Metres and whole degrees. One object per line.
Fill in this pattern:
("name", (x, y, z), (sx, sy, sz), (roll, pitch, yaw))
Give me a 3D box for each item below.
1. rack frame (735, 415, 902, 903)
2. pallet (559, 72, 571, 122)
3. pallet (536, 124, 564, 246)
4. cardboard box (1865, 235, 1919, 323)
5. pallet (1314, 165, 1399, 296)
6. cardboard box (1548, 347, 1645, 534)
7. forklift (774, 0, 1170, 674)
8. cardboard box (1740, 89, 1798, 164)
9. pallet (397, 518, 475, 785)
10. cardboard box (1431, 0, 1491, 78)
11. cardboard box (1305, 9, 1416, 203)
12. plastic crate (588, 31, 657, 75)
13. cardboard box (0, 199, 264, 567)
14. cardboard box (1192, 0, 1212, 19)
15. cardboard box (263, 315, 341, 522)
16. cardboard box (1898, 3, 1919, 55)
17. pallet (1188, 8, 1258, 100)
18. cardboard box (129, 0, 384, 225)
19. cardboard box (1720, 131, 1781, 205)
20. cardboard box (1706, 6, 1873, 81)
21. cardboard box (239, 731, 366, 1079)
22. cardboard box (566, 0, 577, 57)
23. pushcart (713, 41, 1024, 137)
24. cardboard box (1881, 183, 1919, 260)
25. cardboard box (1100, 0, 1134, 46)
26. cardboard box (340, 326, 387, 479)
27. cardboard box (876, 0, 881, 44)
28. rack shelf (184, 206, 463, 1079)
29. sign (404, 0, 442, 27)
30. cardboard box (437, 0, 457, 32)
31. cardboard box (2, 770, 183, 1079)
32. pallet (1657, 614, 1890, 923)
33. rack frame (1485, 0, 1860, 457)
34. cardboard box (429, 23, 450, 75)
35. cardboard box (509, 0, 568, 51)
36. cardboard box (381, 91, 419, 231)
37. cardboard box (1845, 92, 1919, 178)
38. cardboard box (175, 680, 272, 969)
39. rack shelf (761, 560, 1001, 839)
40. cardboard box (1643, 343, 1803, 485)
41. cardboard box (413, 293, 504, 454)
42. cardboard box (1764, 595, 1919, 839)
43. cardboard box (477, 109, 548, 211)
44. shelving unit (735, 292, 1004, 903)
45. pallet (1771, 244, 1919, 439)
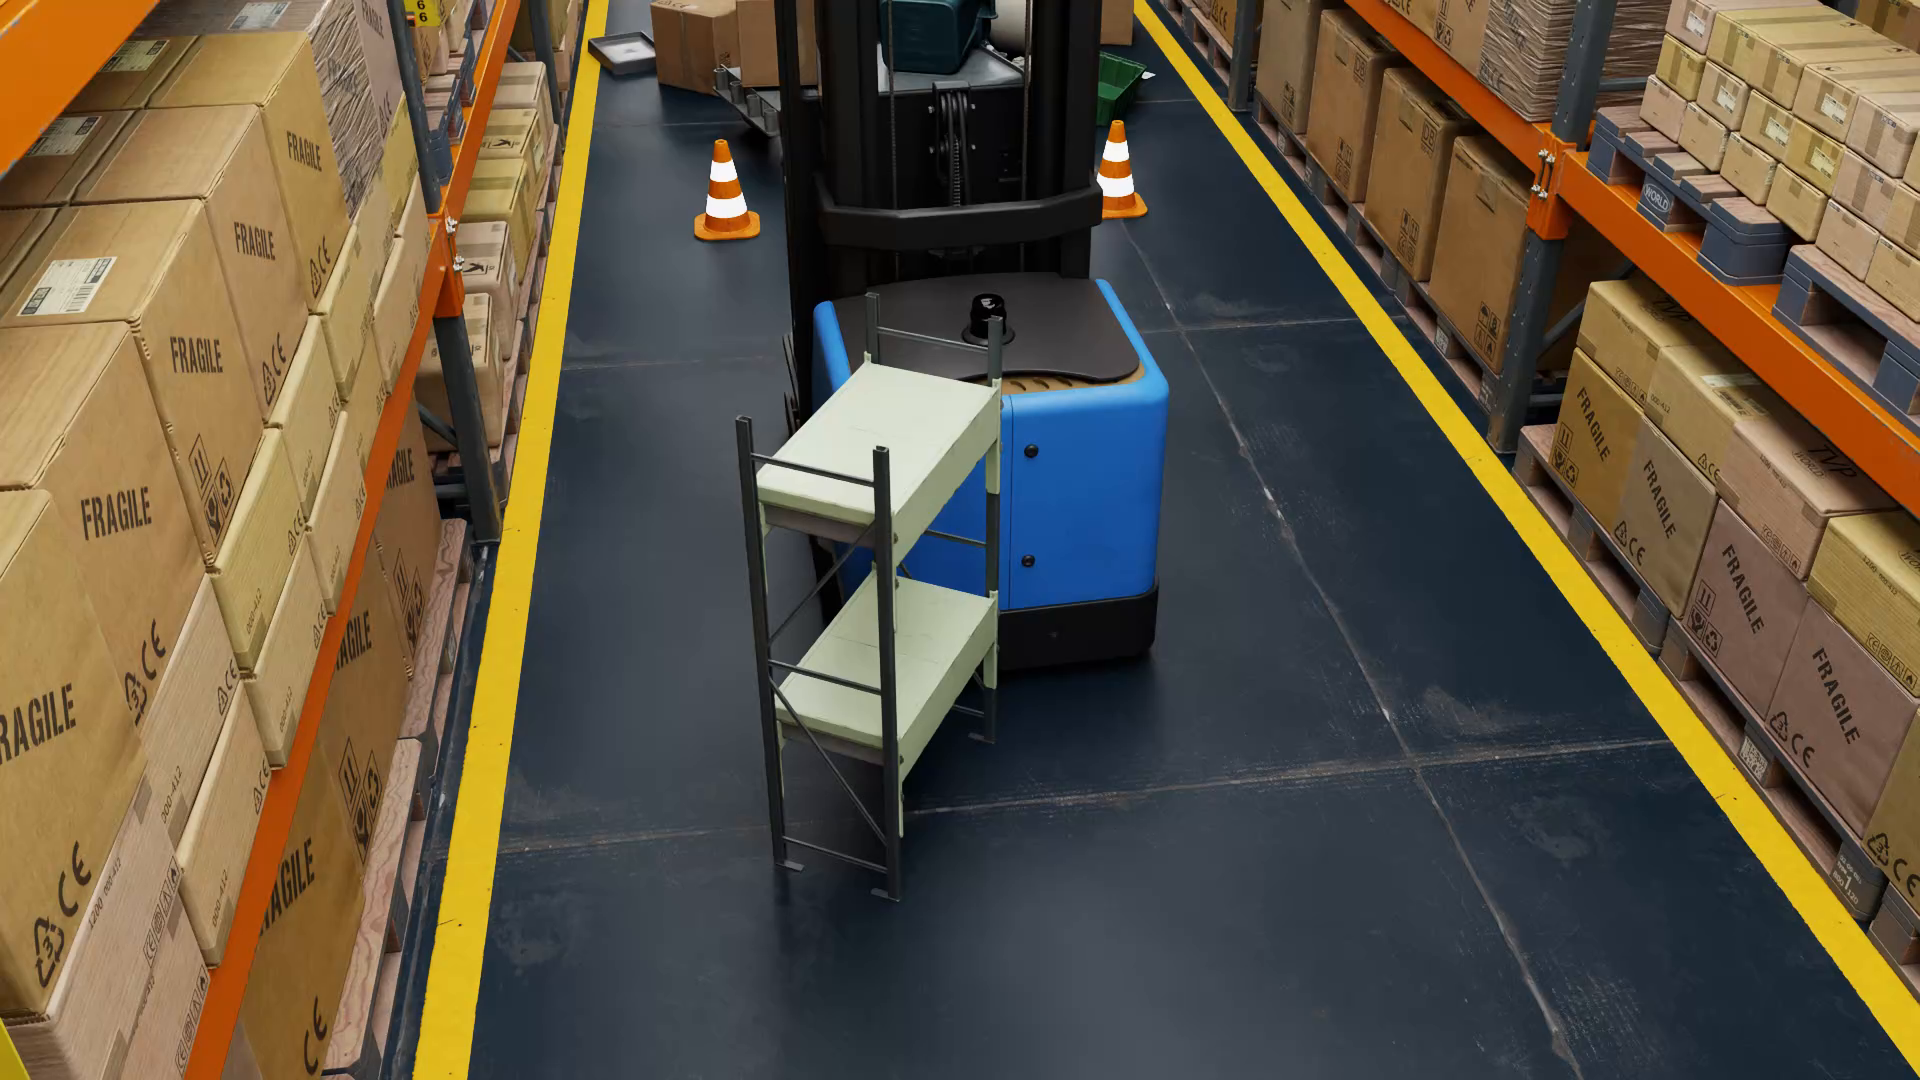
("rack frame", (-0.354, 0.366, 4.382), (0.400, 1.500, 0.023), (13, 36, 19))
("pallet", (-2.887, -2.672, 9.984), (1.003, 0.211, 1.213), (-4, 35, -6))
("pallet", (-2.656, -1.866, 8.800), (1.003, 0.211, 1.213), (-4, 35, -6))
("cardboard box", (2.708, -0.717, 4.488), (0.380, 0.149, 0.250), (-4, 34, -6))
("pallet", (2.475, -1.624, 8.446), (1.003, 0.211, 1.213), (-4, 35, -6))
("cardboard box", (2.510, -0.378, 5.988), (0.500, 0.500, 0.500), (-6, 35, -8))
("forklift", (-0.114, -1.560, 5.937), (1.130, 2.935, 3.031), (-6, 35, -9))
("cardboard box", (2.611, -1.259, 5.020), (0.380, 0.149, 0.250), (-5, 35, -8))
("pallet", (-2.193, 0.378, 5.508), (1.003, 0.211, 1.213), (-4, 35, -6))
("cardboard box", (2.275, -2.202, 6.729), (0.500, 0.500, 0.500), (-4, 35, -6))
("cardboard box", (2.428, -2.249, 8.512), (1.050, 0.750, 0.750), (-4, 35, -6))
("plastic crate", (-2.161, -3.184, 10.851), (0.402, 0.080, 0.583), (-16, 38, -23))
("cardboard box", (-1.621, -0.272, 3.009), (0.500, 0.500, 0.500), (-5, 35, -8))
("cardboard box", (1.989, -4.038, 11.026), (0.875, 0.875, 0.875), (-4, 34, -6))
("cardboard box", (-1.675, -0.254, 3.648), (0.500, 0.250, 0.500), (-5, 35, -8))
("cardboard box", (3.219, -1.588, 5.238), (0.380, 0.149, 0.250), (-5, 35, -7))
("pallet", (2.105, -3.162, 10.702), (1.003, 0.211, 1.213), (-4, 35, -6))
("cardboard box", (-1.818, -1.120, 4.254), (0.500, 0.500, 0.500), (-4, 34, -6))
("cardboard box", (2.600, -1.156, 5.133), (0.380, 0.149, 0.250), (-3, 34, -4))
("cardboard box", (2.576, -1.545, 5.175), (0.380, 0.149, 0.250), (-5, 35, -8))
("cardboard box", (-1.978, 0.873, 3.819), (0.875, 0.875, 0.875), (-3, 34, -5))
("cardboard box", (-2.657, -3.136, 10.257), (0.500, 0.250, 0.500), (-3, 34, -4))
("pushcart", (-0.510, -2.569, 9.685), (1.648, 0.377, 0.936), (-16, 38, -23))
("cardboard box", (2.708, -0.841, 4.406), (0.380, 0.149, 0.250), (-5, 35, -7))
("cardboard box", (0.904, -3.640, 11.146), (0.500, 0.500, 0.500), (1, 34, 2))
("cardboard box", (-1.763, -0.330, 4.203), (0.500, 0.250, 0.500), (-5, 35, -7))
("cardboard box", (-0.421, -3.399, 10.671), (0.797, 0.637, 0.503), (-4, 35, -6))
("rack shelf", (-1.955, 0.193, 3.942), (1.077, 0.370, 4.000), (-4, 35, -6))
("sign", (-1.675, -1.743, 5.115), (0.100, 0.325, 0.005), (-4, 35, -6))
("cardboard box", (-2.132, -2.117, 5.967), (0.500, 0.500, 0.500), (-3, 34, -4))
("cardboard box", (-1.466, 0.600, 2.395), (0.500, 0.250, 0.500), (-5, 35, -8))
("pallet", (2.932, 0.616, 5.158), (1.003, 0.211, 1.213), (-4, 35, -6))
("rack frame", (2.667, -1.652, 6.010), (1.000, 3.000, 0.127), (-4, 35, -6))
("cardboard box", (-2.079, -1.802, 6.081), (0.380, 0.149, 0.250), (-7, 35, -9))
("cardboard box", (-2.574, -3.149, 9.610), (0.500, 0.500, 0.500), (-3, 34, -4))
("cardboard box", (-1.907, -1.114, 4.910), (0.500, 0.250, 0.500), (-4, 35, -7))
("cardboard box", (2.678, -1.109, 4.535), (0.380, 0.149, 0.250), (-3, 34, -4))
("cardboard box", (-1.555, 0.520, 2.957), (0.500, 0.250, 0.500), (-5, 35, -8))
("rack shelf", (-0.214, 0.445, 4.845), (0.431, 0.370, 0.720), (13, 36, 19))
("cardboard box", (2.588, -0.416, 5.378), (0.500, 0.250, 0.500), (-5, 35, -7))
("cardboard box", (-2.290, -0.624, 6.462), (0.950, 0.372, 0.625), (-7, 35, -10))
("cardboard box", (2.723, 0.473, 4.739), (0.500, 0.500, 0.500), (-5, 35, -7))
("cardboard box", (-2.589, -1.847, 8.257), (0.950, 0.372, 0.625), (-2, 34, -3))
("shelving unit", (-0.214, 0.175, 4.661), (0.431, 1.500, 0.755), (13, 36, 19))
("pallet", (2.974, -0.471, 4.447), (1.003, 0.211, 1.213), (-4, 35, -6))
